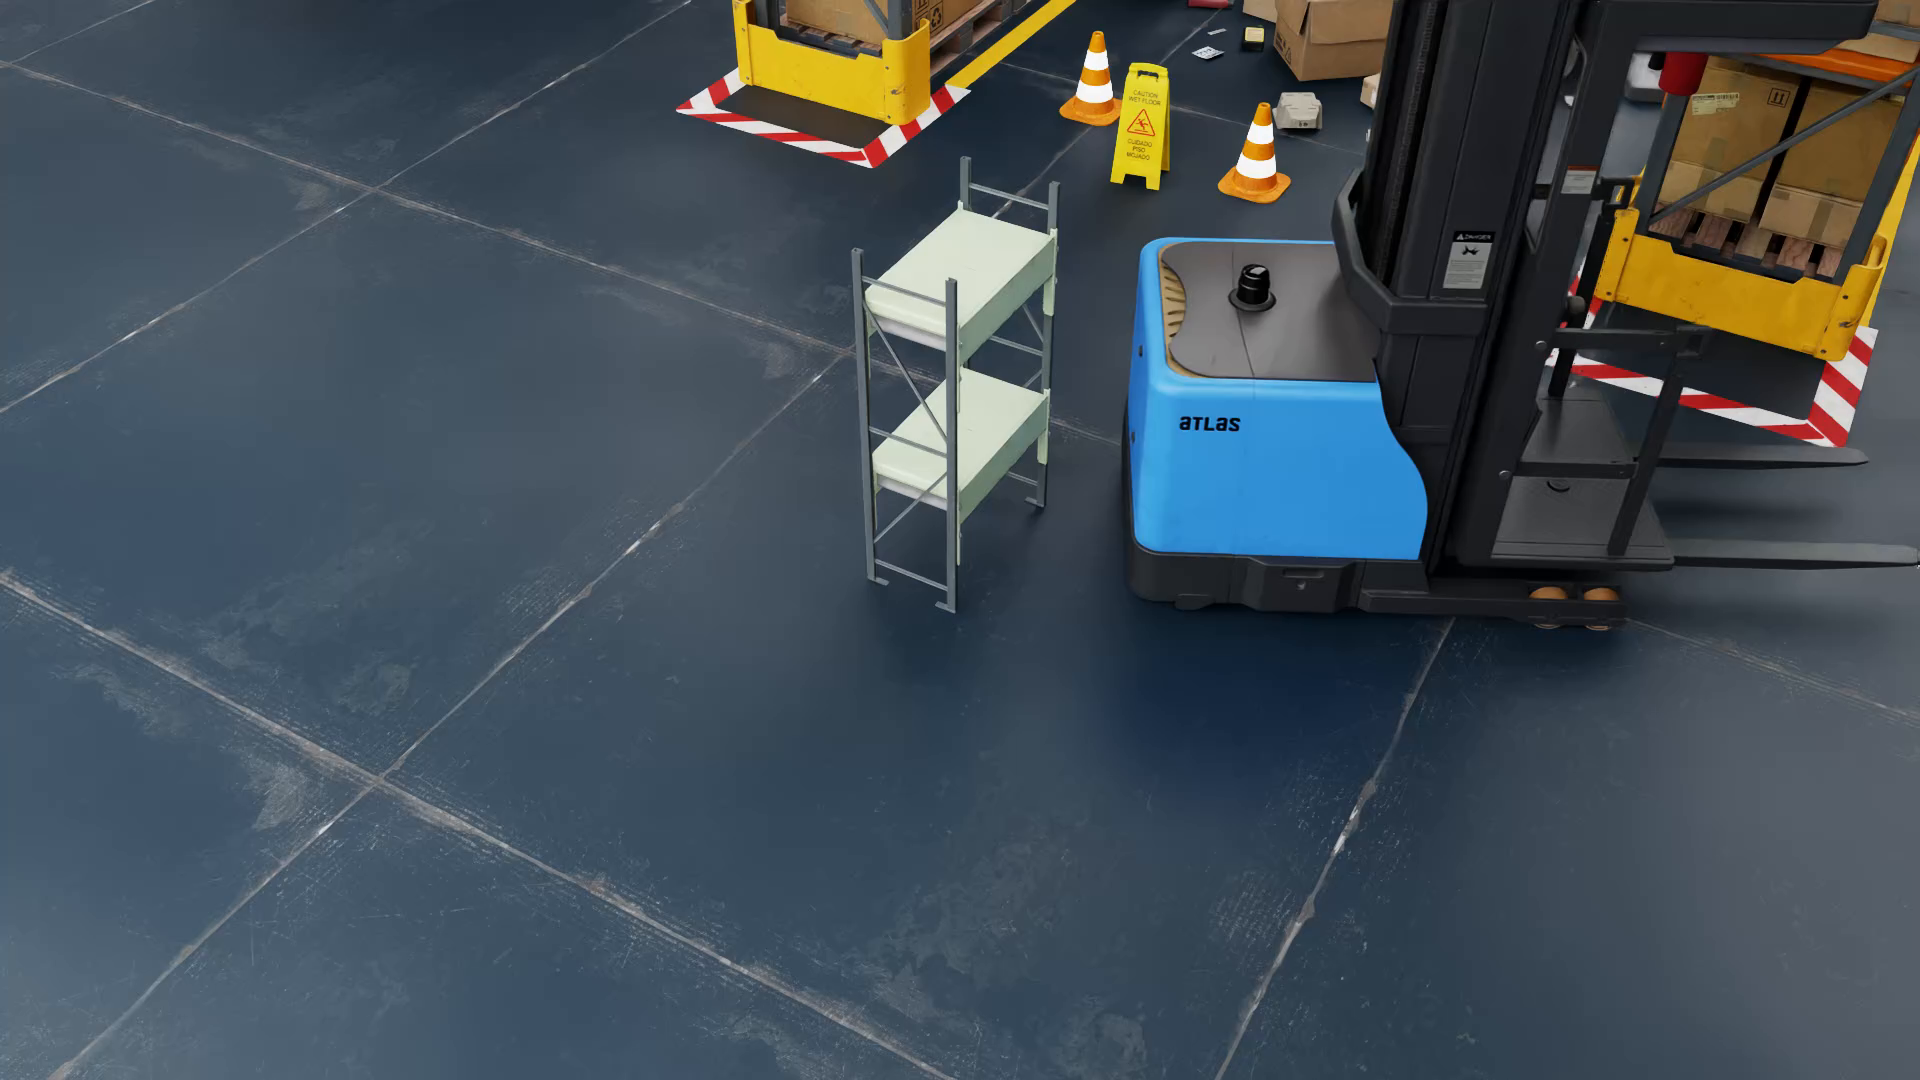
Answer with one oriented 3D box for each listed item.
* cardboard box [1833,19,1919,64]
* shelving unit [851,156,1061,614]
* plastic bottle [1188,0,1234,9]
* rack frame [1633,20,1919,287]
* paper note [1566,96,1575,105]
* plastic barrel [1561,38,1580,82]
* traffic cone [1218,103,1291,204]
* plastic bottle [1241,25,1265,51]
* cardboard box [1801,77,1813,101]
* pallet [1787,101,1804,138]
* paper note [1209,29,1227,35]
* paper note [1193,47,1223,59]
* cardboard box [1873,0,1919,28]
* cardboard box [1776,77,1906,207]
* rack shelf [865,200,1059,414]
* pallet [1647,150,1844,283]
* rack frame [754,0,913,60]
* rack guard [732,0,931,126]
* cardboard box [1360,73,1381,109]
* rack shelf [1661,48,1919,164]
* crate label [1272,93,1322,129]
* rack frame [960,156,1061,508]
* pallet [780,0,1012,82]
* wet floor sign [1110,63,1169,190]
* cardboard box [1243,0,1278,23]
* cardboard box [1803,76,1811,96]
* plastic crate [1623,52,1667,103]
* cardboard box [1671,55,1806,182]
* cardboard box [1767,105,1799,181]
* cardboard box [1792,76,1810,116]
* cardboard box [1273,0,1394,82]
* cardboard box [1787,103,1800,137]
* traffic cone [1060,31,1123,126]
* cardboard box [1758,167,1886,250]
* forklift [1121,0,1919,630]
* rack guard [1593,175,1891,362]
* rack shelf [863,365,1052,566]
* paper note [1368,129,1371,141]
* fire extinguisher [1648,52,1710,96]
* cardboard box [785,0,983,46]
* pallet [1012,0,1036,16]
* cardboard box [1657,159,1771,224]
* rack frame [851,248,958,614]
[{"bbox_3d":[3.959,-2.214,7.184,0.380,0.149,0.250,21,46,22],"label":"cardboard box"},{"bbox_3d":[-0.003,-0.559,6.250,0.431,1.500,0.755,21,45,22],"label":"shelving unit"},{"bbox_3d":[1.606,-3.447,10.618,0.283,0.061,0.133,7,42,8],"label":"plastic bottle"},{"bbox_3d":[3.610,-2.182,6.958,1.000,3.000,0.127,21,45,22],"label":"rack frame"},{"bbox_3d":[3.583,-2.537,9.607,0.142,0.019,0.148,7,42,8],"label":"paper note"},{"bbox_3d":[3.333,-2.898,9.721,0.421,0.421,0.512,-14,43,-15],"label":"plastic barrel"},{"bbox_3d":[1.577,-2.075,8.757,0.336,0.463,0.334,21,45,22],"label":"traffic cone"},{"bbox_3d":[1.803,-3.093,10.216,0.133,0.061,0.283,7,42,8],"label":"plastic bottle"},{"bbox_3d":[4.562,-2.735,9.349,0.500,0.250,0.500,20,45,22],"label":"cardboard box"},{"bbox_3d":[4.696,-2.328,9.234,1.003,0.211,1.213,21,45,22],"label":"pallet"},{"bbox_3d":[1.598,-3.157,10.328,0.123,0.001,0.032,-21,45,-22],"label":"paper note"},{"bbox_3d":[1.507,-2.959,10.088,0.142,0.017,0.144,-29,49,-29],"label":"paper note"},{"bbox_3d":[4.087,-2.511,7.031,0.500,0.500,0.500,20,45,21],"label":"cardboard box"},{"bbox_3d":[4.264,-1.973,7.917,0.500,0.500,0.500,19,45,21],"label":"cardboard box"},{"bbox_3d":[-0.003,-0.852,5.992,0.431,0.370,0.720,21,45,22],"label":"rack shelf"},{"bbox_3d":[4.085,-1.632,8.444,1.003,0.211,1.213,21,45,22],"label":"pallet"},{"bbox_3d":[-0.726,-3.762,8.752,1.000,3.000,0.127,21,45,22],"label":"rack frame"},{"bbox_3d":[-0.738,-2.810,9.562,1.175,0.500,0.348,21,45,22],"label":"rack guard"},{"bbox_3d":[2.517,-2.530,9.510,0.250,0.149,0.380,-21,45,-22],"label":"cardboard box"},{"bbox_3d":[4.611,-3.057,8.496,1.077,0.370,4.000,21,45,22],"label":"rack shelf"},{"bbox_3d":[1.917,-2.424,9.398,0.250,0.136,0.298,0,41,0],"label":"crate label"},{"bbox_3d":[0.180,-0.768,6.488,0.400,1.500,0.023,21,45,22],"label":"rack frame"},{"bbox_3d":[-0.394,-3.198,10.222,1.003,0.211,1.213,21,45,22],"label":"pallet"},{"bbox_3d":[0.973,-2.207,8.767,0.267,0.644,0.232,14,43,15],"label":"wet floor sign"},{"bbox_3d":[2.010,-3.432,10.446,0.396,0.266,0.258,29,49,29],"label":"cardboard box"},{"bbox_3d":[4.302,-2.720,8.765,0.500,0.500,0.500,20,45,21],"label":"cardboard box"},{"bbox_3d":[4.116,-2.748,9.810,0.402,0.080,0.583,7,42,8],"label":"plastic crate"},{"bbox_3d":[3.785,-2.134,8.099,0.500,0.500,0.500,21,46,22],"label":"cardboard box"},{"bbox_3d":[4.047,-2.153,8.688,0.500,0.250,0.500,21,46,22],"label":"cardboard box"},{"bbox_3d":[4.043,-2.434,8.439,0.500,0.500,0.500,23,46,24],"label":"cardboard box"},{"bbox_3d":[2.297,-3.088,9.876,0.797,0.503,0.637,-7,42,-7],"label":"cardboard box"},{"bbox_3d":[4.305,-2.455,9.030,0.500,0.250,0.500,19,45,21],"label":"cardboard box"},{"bbox_3d":[0.769,-2.644,9.402,0.336,0.463,0.334,21,45,22],"label":"traffic cone"},{"bbox_3d":[4.253,-1.678,8.149,0.500,0.250,0.500,21,45,22],"label":"cardboard box"},{"bbox_3d":[2.181,-1.117,5.800,3.031,2.935,1.130,2,41,2],"label":"forklift"},{"bbox_3d":[3.648,-1.288,7.834,1.175,0.500,0.348,21,45,22],"label":"rack guard"},{"bbox_3d":[-0.003,-0.314,6.465,0.431,0.370,0.720,21,45,22],"label":"rack shelf"},{"bbox_3d":[2.360,-2.267,9.301,0.148,0.019,0.142,7,42,8],"label":"paper note"},{"bbox_3d":[3.154,-2.240,7.083,0.296,0.674,0.183,21,45,22],"label":"fire extinguisher"},{"bbox_3d":[-0.444,-3.532,9.781,0.875,0.875,0.875,21,46,22],"label":"cardboard box"},{"bbox_3d":[0.217,-3.894,11.012,1.003,0.211,1.213,21,45,22],"label":"pallet"},{"bbox_3d":[3.793,-1.873,8.370,0.500,0.250,0.500,21,45,22],"label":"cardboard box"},{"bbox_3d":[-0.186,-0.350,6.012,0.400,1.500,0.023,21,45,22],"label":"rack frame"}]
